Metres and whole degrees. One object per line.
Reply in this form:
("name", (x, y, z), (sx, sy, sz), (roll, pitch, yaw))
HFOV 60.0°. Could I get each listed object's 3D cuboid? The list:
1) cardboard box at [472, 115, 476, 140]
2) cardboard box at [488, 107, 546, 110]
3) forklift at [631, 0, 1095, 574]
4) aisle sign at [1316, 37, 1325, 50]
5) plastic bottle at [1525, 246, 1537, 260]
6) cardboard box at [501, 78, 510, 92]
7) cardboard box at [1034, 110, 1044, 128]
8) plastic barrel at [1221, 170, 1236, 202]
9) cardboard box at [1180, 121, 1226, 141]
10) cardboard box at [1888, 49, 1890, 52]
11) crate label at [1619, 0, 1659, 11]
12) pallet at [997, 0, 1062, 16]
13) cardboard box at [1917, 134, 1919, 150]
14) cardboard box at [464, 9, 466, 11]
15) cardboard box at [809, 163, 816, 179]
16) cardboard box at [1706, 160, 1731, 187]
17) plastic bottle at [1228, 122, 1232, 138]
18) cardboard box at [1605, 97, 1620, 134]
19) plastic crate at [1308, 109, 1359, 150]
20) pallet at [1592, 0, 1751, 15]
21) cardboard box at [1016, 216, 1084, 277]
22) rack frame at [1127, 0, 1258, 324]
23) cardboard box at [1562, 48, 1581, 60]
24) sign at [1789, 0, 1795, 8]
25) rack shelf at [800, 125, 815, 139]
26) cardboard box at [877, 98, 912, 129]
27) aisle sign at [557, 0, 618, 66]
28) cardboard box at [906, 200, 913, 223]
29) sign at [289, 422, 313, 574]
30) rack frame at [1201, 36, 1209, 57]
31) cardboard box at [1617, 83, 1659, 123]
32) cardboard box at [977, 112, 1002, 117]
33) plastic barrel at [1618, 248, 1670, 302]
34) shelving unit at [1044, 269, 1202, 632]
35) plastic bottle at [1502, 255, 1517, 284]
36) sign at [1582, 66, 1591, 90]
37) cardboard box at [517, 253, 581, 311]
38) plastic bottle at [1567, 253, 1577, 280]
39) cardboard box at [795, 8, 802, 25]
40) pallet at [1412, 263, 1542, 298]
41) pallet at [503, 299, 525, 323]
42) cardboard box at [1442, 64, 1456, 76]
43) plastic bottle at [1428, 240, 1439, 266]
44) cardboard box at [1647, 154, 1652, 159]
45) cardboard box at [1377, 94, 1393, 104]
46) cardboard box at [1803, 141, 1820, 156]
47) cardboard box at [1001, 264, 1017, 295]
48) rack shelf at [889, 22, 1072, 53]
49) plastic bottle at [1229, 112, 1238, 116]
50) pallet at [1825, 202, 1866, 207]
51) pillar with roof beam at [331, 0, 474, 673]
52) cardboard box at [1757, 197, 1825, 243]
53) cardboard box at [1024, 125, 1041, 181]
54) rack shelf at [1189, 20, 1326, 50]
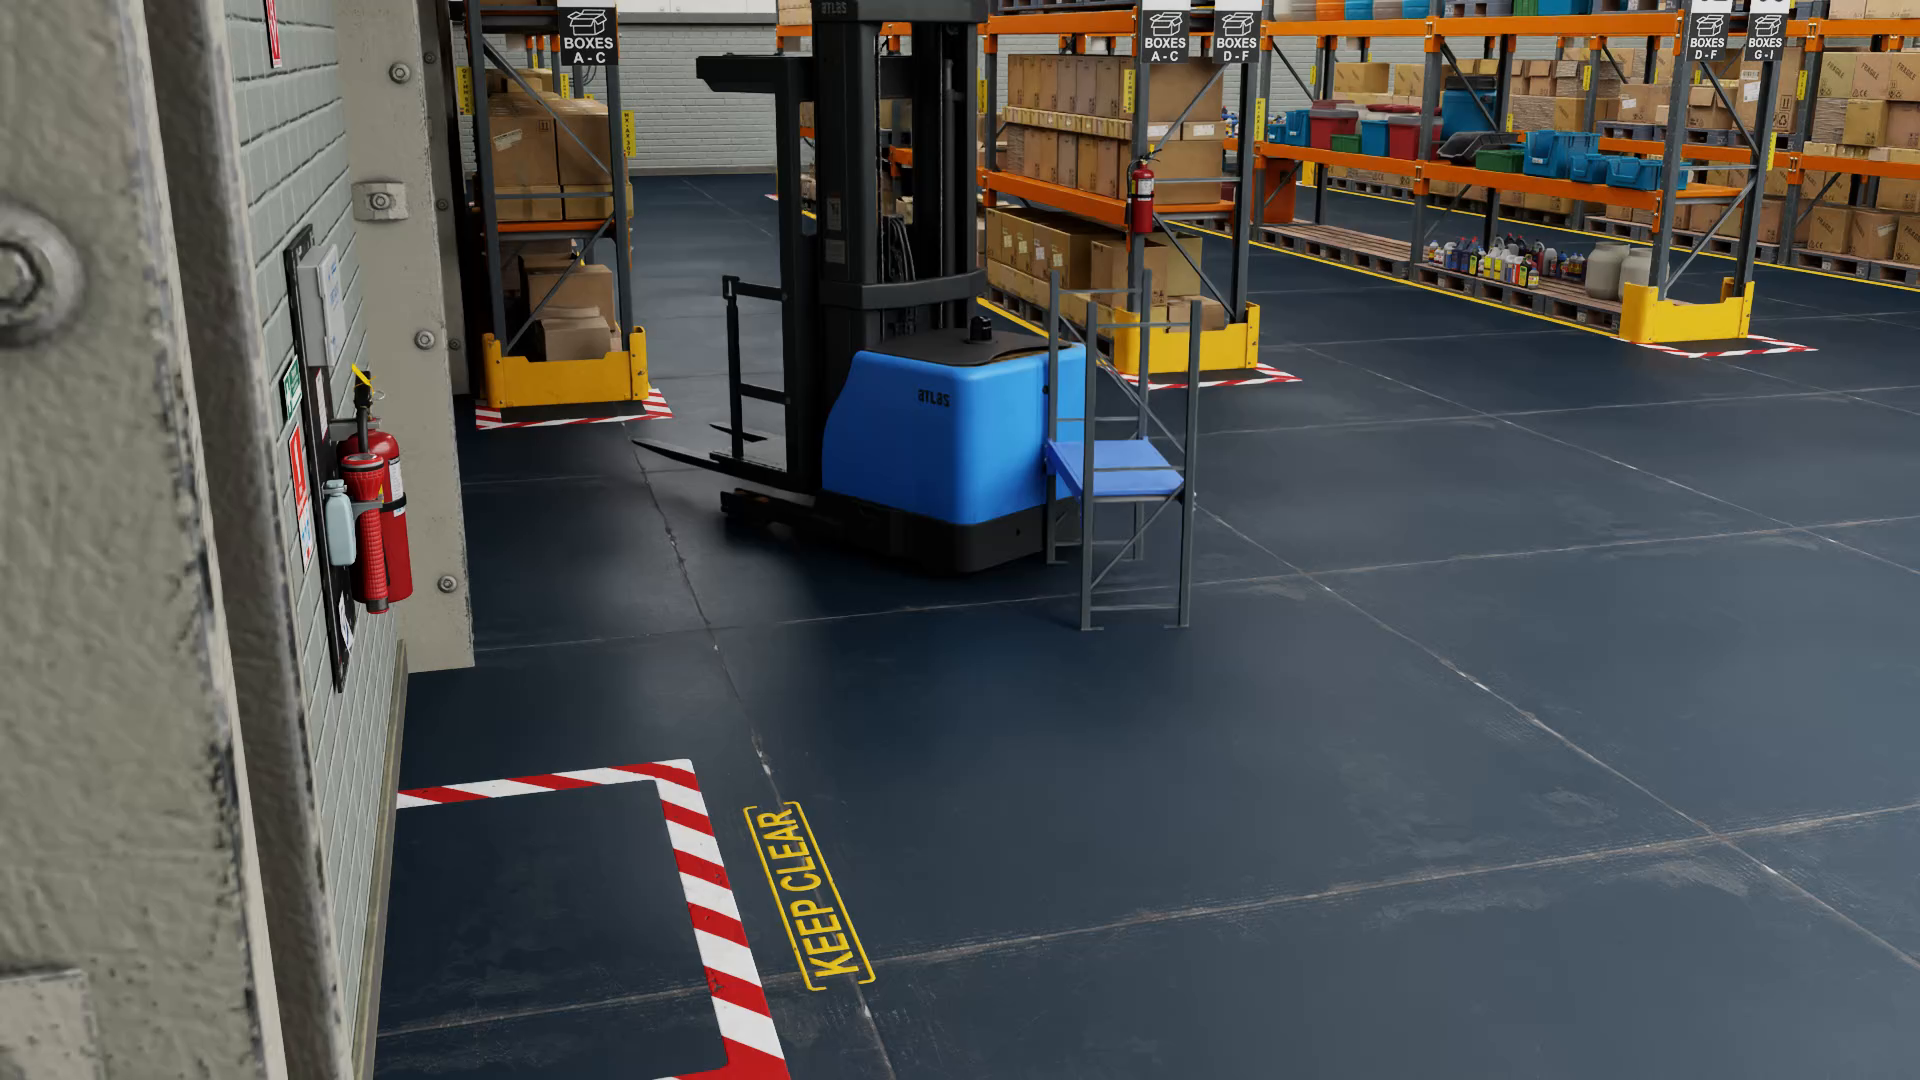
("cardboard box", (-5.496, -4.993, 19.634), (0.500, 0.500, 0.500), (-5, 17, -15))
("cardboard box", (-3.523, -3.163, 13.191), (0.500, 0.500, 0.500), (-5, 17, -17))
("forklift", (-0.701, -1.573, 9.094), (3.031, 2.935, 1.130), (15, 23, 41))
("aisle sign", (6.668, -9.312, 30.219), (0.394, 0.787, 0.004), (-5, 17, -15))
("plastic bottle", (6.016, -2.957, 17.538), (0.061, 0.283, 0.133), (-5, 17, -15))
("cardboard box", (-4.989, -5.159, 18.847), (0.380, 0.149, 0.250), (-7, 18, -22))
("cardboard box", (0.918, -3.956, 15.605), (0.380, 0.149, 0.250), (-5, 18, -17))
("plastic barrel", (3.952, -4.959, 23.708), (0.600, 0.588, 0.708), (-5, 17, -15))
("cardboard box", (1.947, -3.347, 13.579), (0.380, 0.149, 0.250), (-5, 17, -16))
("cardboard box", (17.100, -8.865, 30.211), (0.380, 0.149, 0.250), (-5, 17, -16))
("crate label", (6.415, -5.163, 15.969), (0.502, 0.251, 0.408), (-5, 17, -15))
("pallet", (0.494, -5.557, 17.357), (0.805, 0.209, 1.217), (-5, 18, -17))
("cardboard box", (10.774, -4.399, 17.693), (0.875, 0.500, 0.500), (-5, 17, -15))
("cardboard box", (-3.982, -4.769, 14.193), (0.500, 0.500, 0.500), (-4, 17, -13))
("cardboard box", (-1.971, -5.716, 26.343), (0.797, 0.503, 0.637), (-5, 17, -15))
("cardboard box", (12.821, -6.107, 27.684), (0.500, 0.500, 0.500), (-4, 17, -13))
("plastic bottle", (3.734, -5.627, 22.817), (0.097, 0.201, 0.097), (0, 17, 0))
("cardboard box", (9.303, -6.062, 23.744), (0.500, 0.500, 0.500), (-4, 17, -14))
("plastic crate", (4.563, -5.026, 20.358), (0.402, 0.464, 0.583), (-5, 17, -15))
("pallet", (6.478, -4.836, 14.952), (1.003, 0.211, 1.213), (-5, 17, -15))
("cardboard box", (0.850, -2.783, 15.749), (0.500, 0.500, 0.500), (-5, 17, -15))
("rack frame", (1.848, -2.863, 13.268), (1.000, 3.000, 0.127), (-5, 17, -15))
("cardboard box", (11.642, -8.959, 31.134), (0.500, 0.500, 0.500), (-5, 17, -16))
("sign", (7.142, -4.737, 14.277), (0.100, 0.325, 0.005), (-5, 17, -15))
("rack shelf", (-2.000, -6.391, 26.264), (1.077, 0.370, 4.000), (-5, 17, -15))
("cardboard box", (-0.632, -5.490, 21.111), (0.700, 0.500, 0.500), (-12, 20, -34))
("aisle sign", (-2.606, -3.719, 11.600), (0.394, 0.787, 0.004), (-5, 17, -15))
("cardboard box", (-0.337, -3.916, 19.849), (0.500, 0.311, 0.500), (-5, 17, -17))
("sign", (-1.594, -0.105, 4.026), (0.001, 0.329, 0.234), (-5, 17, -15))
("rack frame", (3.314, -6.573, 25.619), (1.000, 3.000, 0.127), (-5, 17, -15))
("cardboard box", (9.362, -5.961, 22.678), (0.500, 0.500, 0.500), (-7, 18, -22))
("cardboard box", (0.271, -4.515, 18.595), (0.500, 0.500, 0.500), (-5, 17, -15))
("plastic barrel", (6.357, -2.439, 15.452), (0.421, 0.512, 0.421), (0, 17, 0))
("shelving unit", (0.743, -0.458, 7.868), (0.538, 1.500, 1.048), (-2, 17, -6))
("plastic bottle", (5.604, -2.743, 16.840), (0.152, 0.276, 0.135), (-5, 17, -17))
("sign", (8.642, -6.368, 22.923), (0.100, 0.325, 0.005), (-5, 17, -15))
("cardboard box", (-3.690, -2.306, 14.996), (0.500, 0.500, 0.500), (-6, 18, -19))
("plastic bottle", (6.291, -2.806, 17.057), (0.097, 0.271, 0.097), (0, 17, 0))
("cardboard box", (-2.245, -8.076, 25.670), (0.500, 0.250, 0.500), (-5, 17, -15))
("pallet", (5.657, -2.835, 18.024), (1.003, 0.211, 1.213), (-5, 17, -15))
("pallet", (-3.795, -2.058, 15.437), (1.003, 0.211, 1.213), (-5, 17, -15))
("cardboard box", (8.190, -7.547, 27.302), (0.500, 0.500, 0.500), (-5, 17, -15))
("plastic bottle", (5.178, -3.141, 18.173), (0.097, 0.271, 0.097), (0, 17, 0))
("cardboard box", (12.345, -6.741, 29.370), (0.380, 0.149, 0.250), (-4, 17, -13))
("cardboard box", (7.417, -7.420, 28.185), (0.500, 0.250, 0.500), (-4, 17, -14))
("cardboard box", (10.044, -4.548, 19.315), (0.380, 0.149, 0.250), (-5, 17, -15))
("cardboard box", (0.717, -2.563, 16.318), (0.500, 0.250, 0.500), (-5, 17, -15))
("rack shelf", (0.199, -5.614, 18.466), (1.077, 0.370, 4.000), (-5, 17, -15))
("plastic bottle", (4.009, -6.152, 24.434), (0.152, 0.276, 0.135), (-5, 17, -15))
("pallet", (13.759, -5.103, 25.573), (1.003, 0.211, 1.213), (-5, 17, -15))
("pillar with roof beam", (1.850, -4.149, 7.123), (9.100, 9.000, 0.400), (-5, 17, -15))
("cardboard box", (10.126, -3.936, 20.423), (0.700, 0.500, 0.500), (-6, 18, -20))
("cardboard box", (1.028, -3.749, 16.047), (0.700, 0.500, 0.500), (-5, 17, -16))
("rack shelf", (3.863, -7.112, 23.449), (1.077, 0.370, 4.000), (-5, 17, -15))
